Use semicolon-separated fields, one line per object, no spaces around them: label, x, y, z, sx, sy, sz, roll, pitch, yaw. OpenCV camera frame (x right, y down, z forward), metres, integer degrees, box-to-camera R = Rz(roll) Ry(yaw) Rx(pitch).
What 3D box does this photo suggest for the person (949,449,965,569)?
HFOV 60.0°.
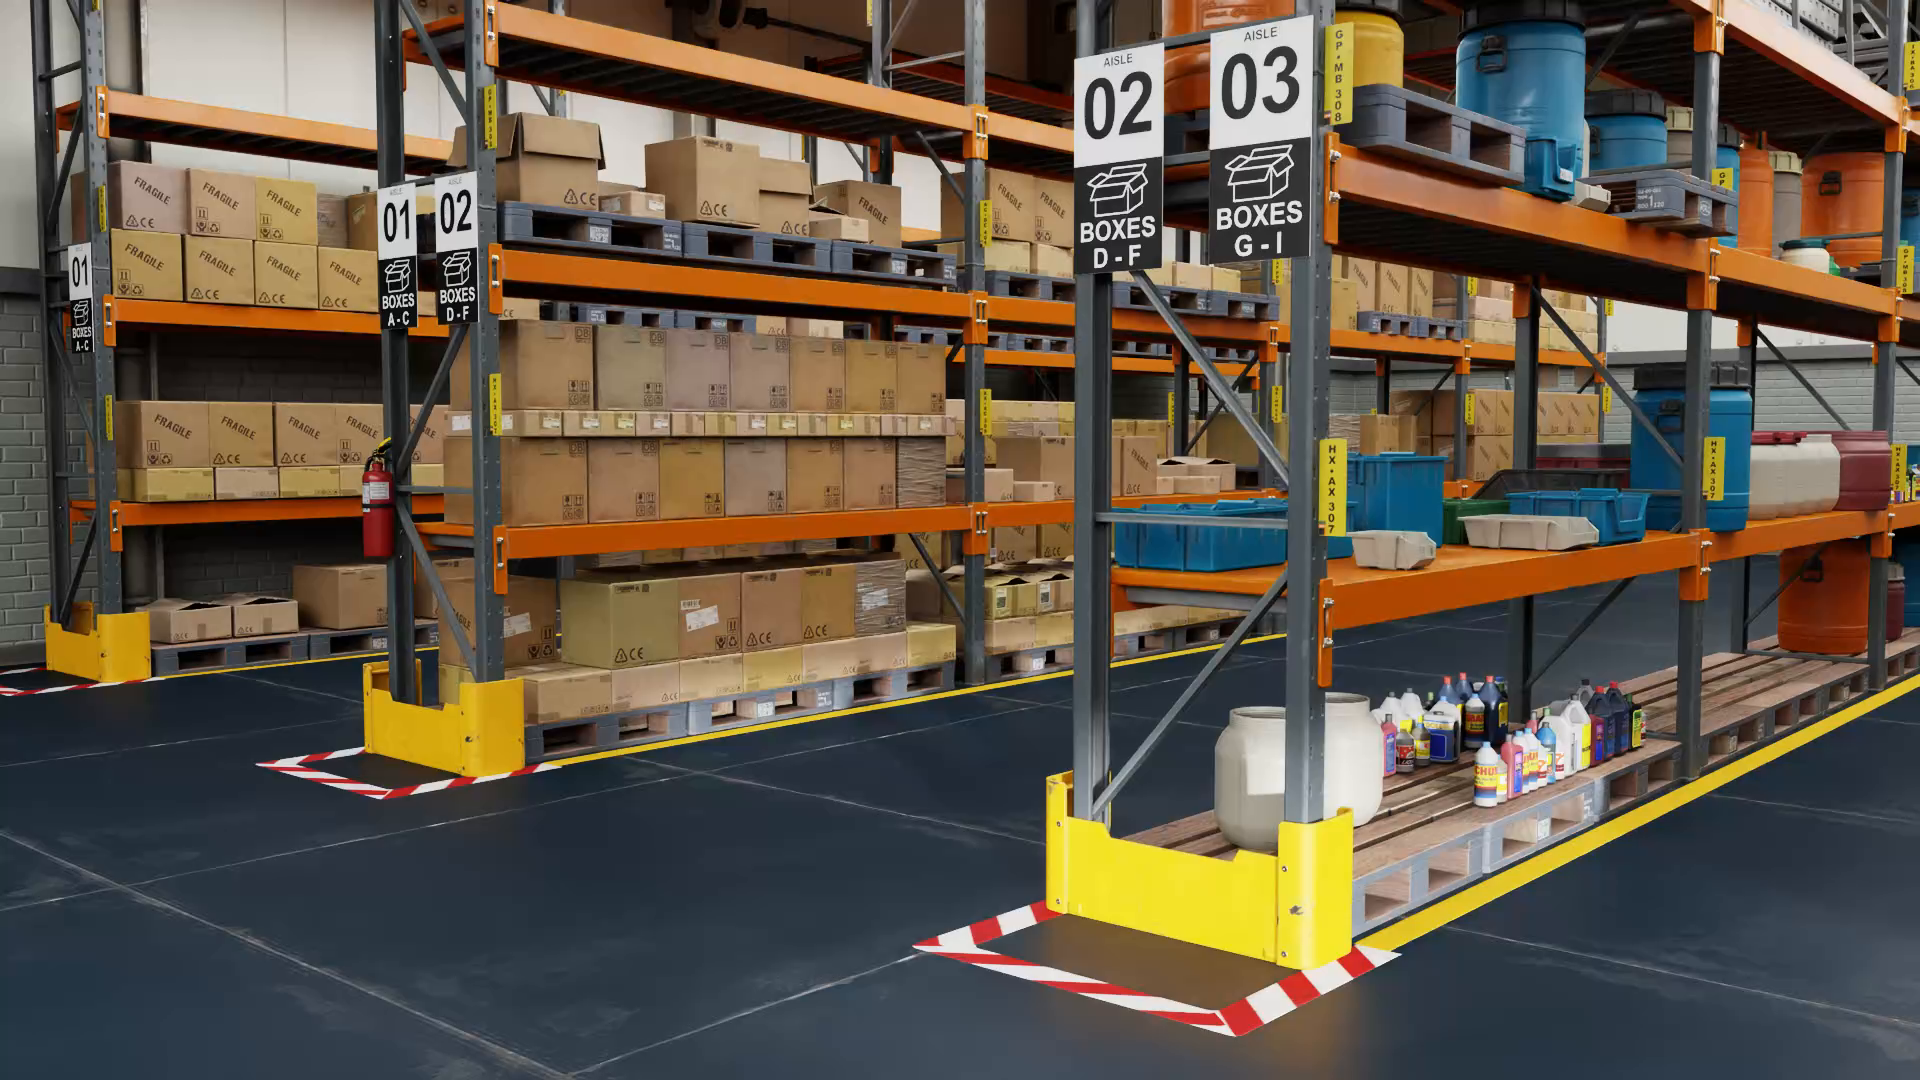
person;0.062;-0.105;17.149;0.476;1.643;0.455;2;4;31
